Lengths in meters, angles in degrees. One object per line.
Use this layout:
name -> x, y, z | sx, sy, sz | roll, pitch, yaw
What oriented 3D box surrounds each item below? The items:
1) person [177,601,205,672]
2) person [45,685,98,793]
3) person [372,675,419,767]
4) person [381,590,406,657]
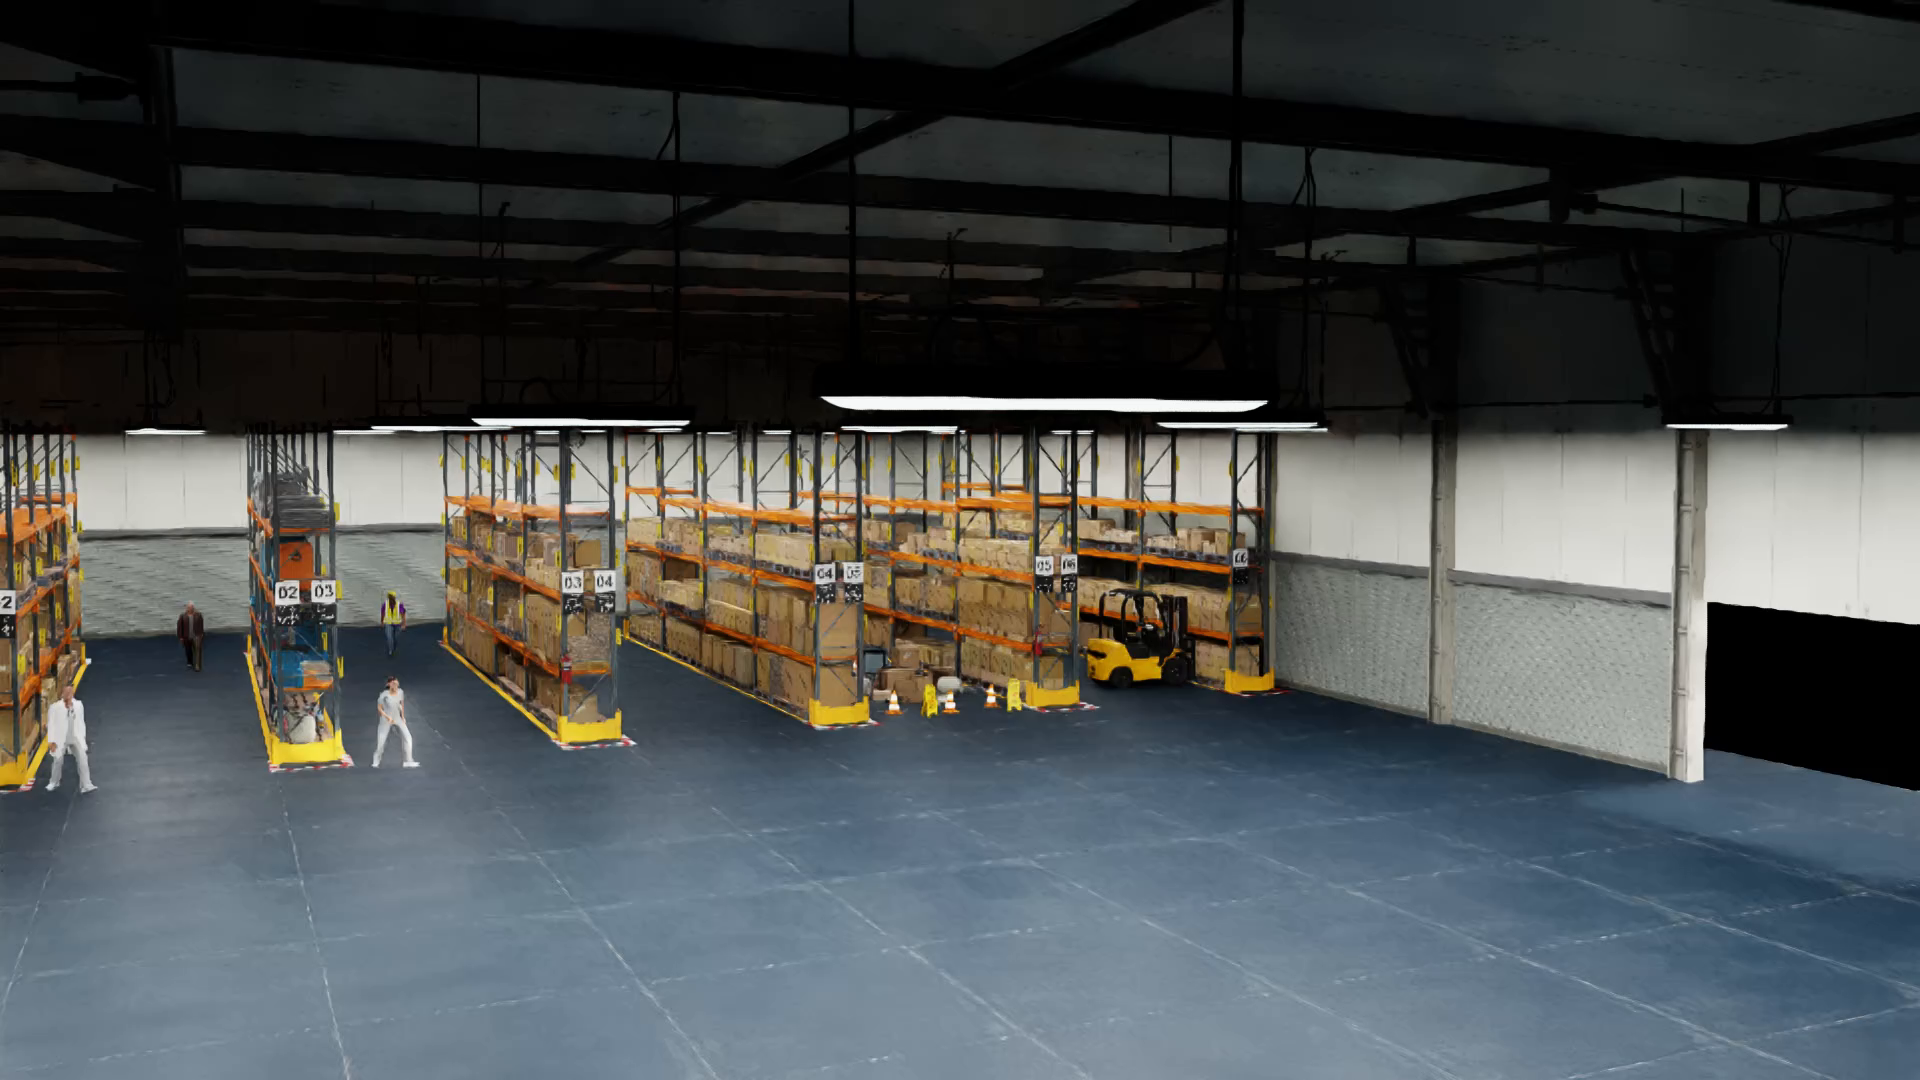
person -> -18.681, 2.330, 40.404 | 0.598, 1.698, 1.193 | -1, 4, -22
person -> -14.312, 3.191, 26.696 | 1.031, 1.735, 0.635 | 3, 5, 43
person -> -9.803, 3.115, 28.705 | 0.609, 1.604, 0.814 | -3, 5, -41
person -> -14.761, 2.160, 43.333 | 0.589, 1.716, 1.043 | -2, 4, -26
